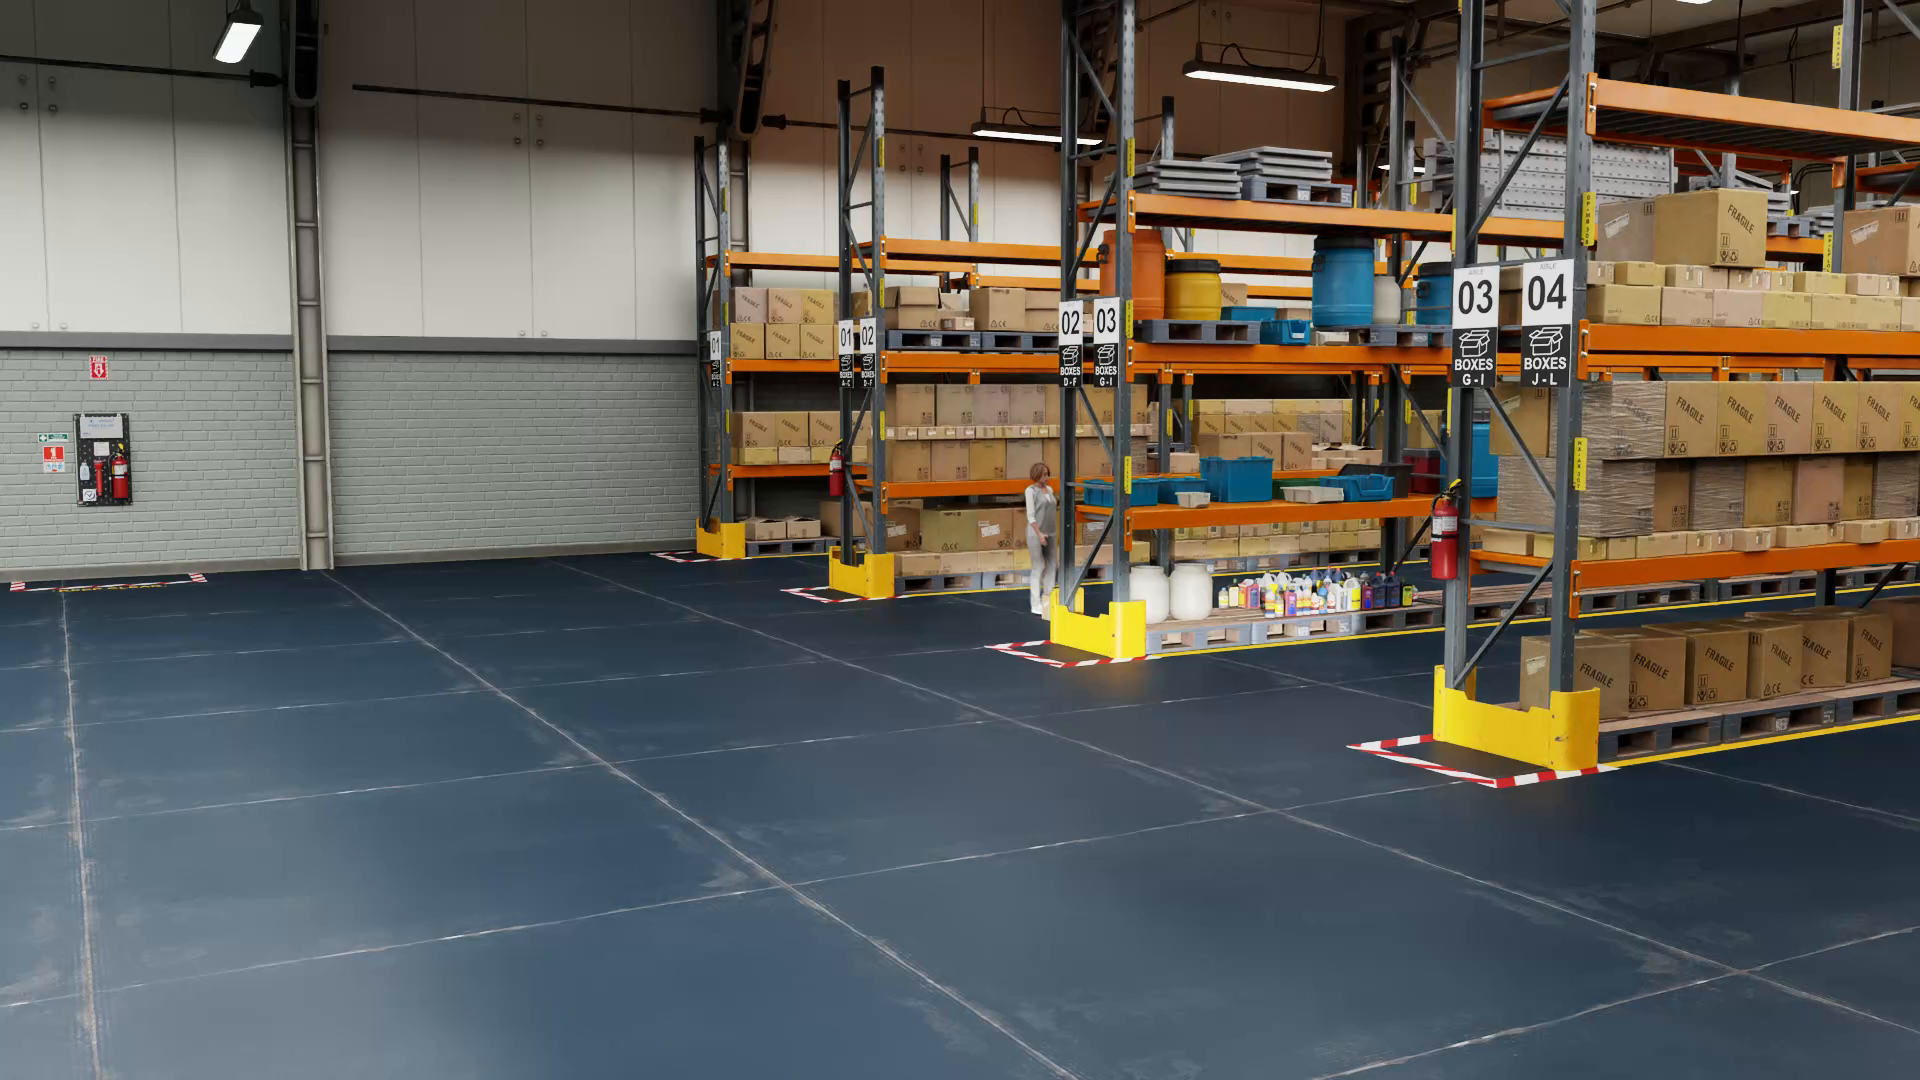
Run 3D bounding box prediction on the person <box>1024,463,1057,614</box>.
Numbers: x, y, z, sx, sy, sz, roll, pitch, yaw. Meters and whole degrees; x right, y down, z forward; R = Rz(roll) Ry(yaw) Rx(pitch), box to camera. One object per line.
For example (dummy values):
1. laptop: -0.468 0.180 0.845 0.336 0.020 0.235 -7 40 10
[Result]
1. person: 0.897 -0.009 17.634 0.431 1.621 0.413 -4 7 -40
